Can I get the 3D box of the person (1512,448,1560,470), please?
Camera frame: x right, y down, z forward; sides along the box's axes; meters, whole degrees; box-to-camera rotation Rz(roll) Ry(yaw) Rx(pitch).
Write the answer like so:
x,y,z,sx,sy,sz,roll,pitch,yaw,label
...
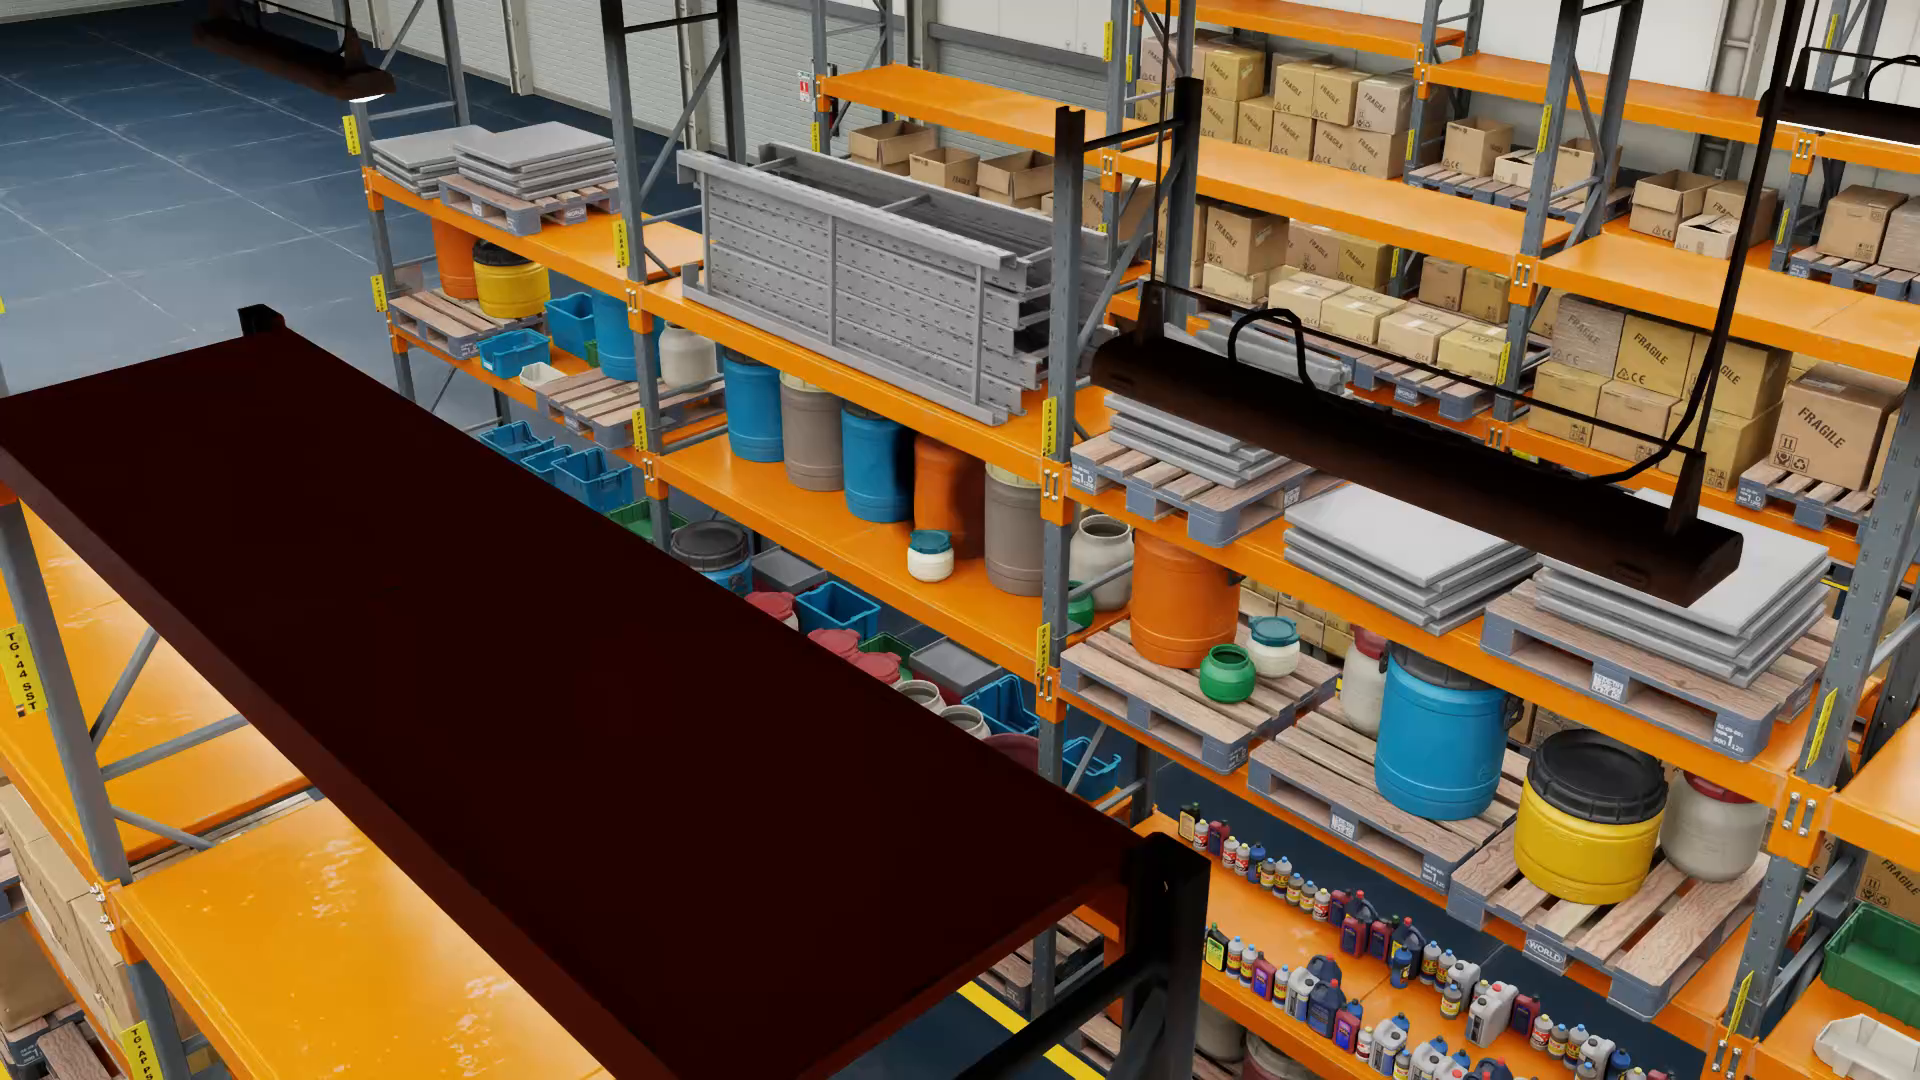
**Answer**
x,y,z,sx,sy,sz,roll,pitch,yaw,label
5.446,-0.519,16.007,0.508,1.786,0.632,-3,28,-5,person
